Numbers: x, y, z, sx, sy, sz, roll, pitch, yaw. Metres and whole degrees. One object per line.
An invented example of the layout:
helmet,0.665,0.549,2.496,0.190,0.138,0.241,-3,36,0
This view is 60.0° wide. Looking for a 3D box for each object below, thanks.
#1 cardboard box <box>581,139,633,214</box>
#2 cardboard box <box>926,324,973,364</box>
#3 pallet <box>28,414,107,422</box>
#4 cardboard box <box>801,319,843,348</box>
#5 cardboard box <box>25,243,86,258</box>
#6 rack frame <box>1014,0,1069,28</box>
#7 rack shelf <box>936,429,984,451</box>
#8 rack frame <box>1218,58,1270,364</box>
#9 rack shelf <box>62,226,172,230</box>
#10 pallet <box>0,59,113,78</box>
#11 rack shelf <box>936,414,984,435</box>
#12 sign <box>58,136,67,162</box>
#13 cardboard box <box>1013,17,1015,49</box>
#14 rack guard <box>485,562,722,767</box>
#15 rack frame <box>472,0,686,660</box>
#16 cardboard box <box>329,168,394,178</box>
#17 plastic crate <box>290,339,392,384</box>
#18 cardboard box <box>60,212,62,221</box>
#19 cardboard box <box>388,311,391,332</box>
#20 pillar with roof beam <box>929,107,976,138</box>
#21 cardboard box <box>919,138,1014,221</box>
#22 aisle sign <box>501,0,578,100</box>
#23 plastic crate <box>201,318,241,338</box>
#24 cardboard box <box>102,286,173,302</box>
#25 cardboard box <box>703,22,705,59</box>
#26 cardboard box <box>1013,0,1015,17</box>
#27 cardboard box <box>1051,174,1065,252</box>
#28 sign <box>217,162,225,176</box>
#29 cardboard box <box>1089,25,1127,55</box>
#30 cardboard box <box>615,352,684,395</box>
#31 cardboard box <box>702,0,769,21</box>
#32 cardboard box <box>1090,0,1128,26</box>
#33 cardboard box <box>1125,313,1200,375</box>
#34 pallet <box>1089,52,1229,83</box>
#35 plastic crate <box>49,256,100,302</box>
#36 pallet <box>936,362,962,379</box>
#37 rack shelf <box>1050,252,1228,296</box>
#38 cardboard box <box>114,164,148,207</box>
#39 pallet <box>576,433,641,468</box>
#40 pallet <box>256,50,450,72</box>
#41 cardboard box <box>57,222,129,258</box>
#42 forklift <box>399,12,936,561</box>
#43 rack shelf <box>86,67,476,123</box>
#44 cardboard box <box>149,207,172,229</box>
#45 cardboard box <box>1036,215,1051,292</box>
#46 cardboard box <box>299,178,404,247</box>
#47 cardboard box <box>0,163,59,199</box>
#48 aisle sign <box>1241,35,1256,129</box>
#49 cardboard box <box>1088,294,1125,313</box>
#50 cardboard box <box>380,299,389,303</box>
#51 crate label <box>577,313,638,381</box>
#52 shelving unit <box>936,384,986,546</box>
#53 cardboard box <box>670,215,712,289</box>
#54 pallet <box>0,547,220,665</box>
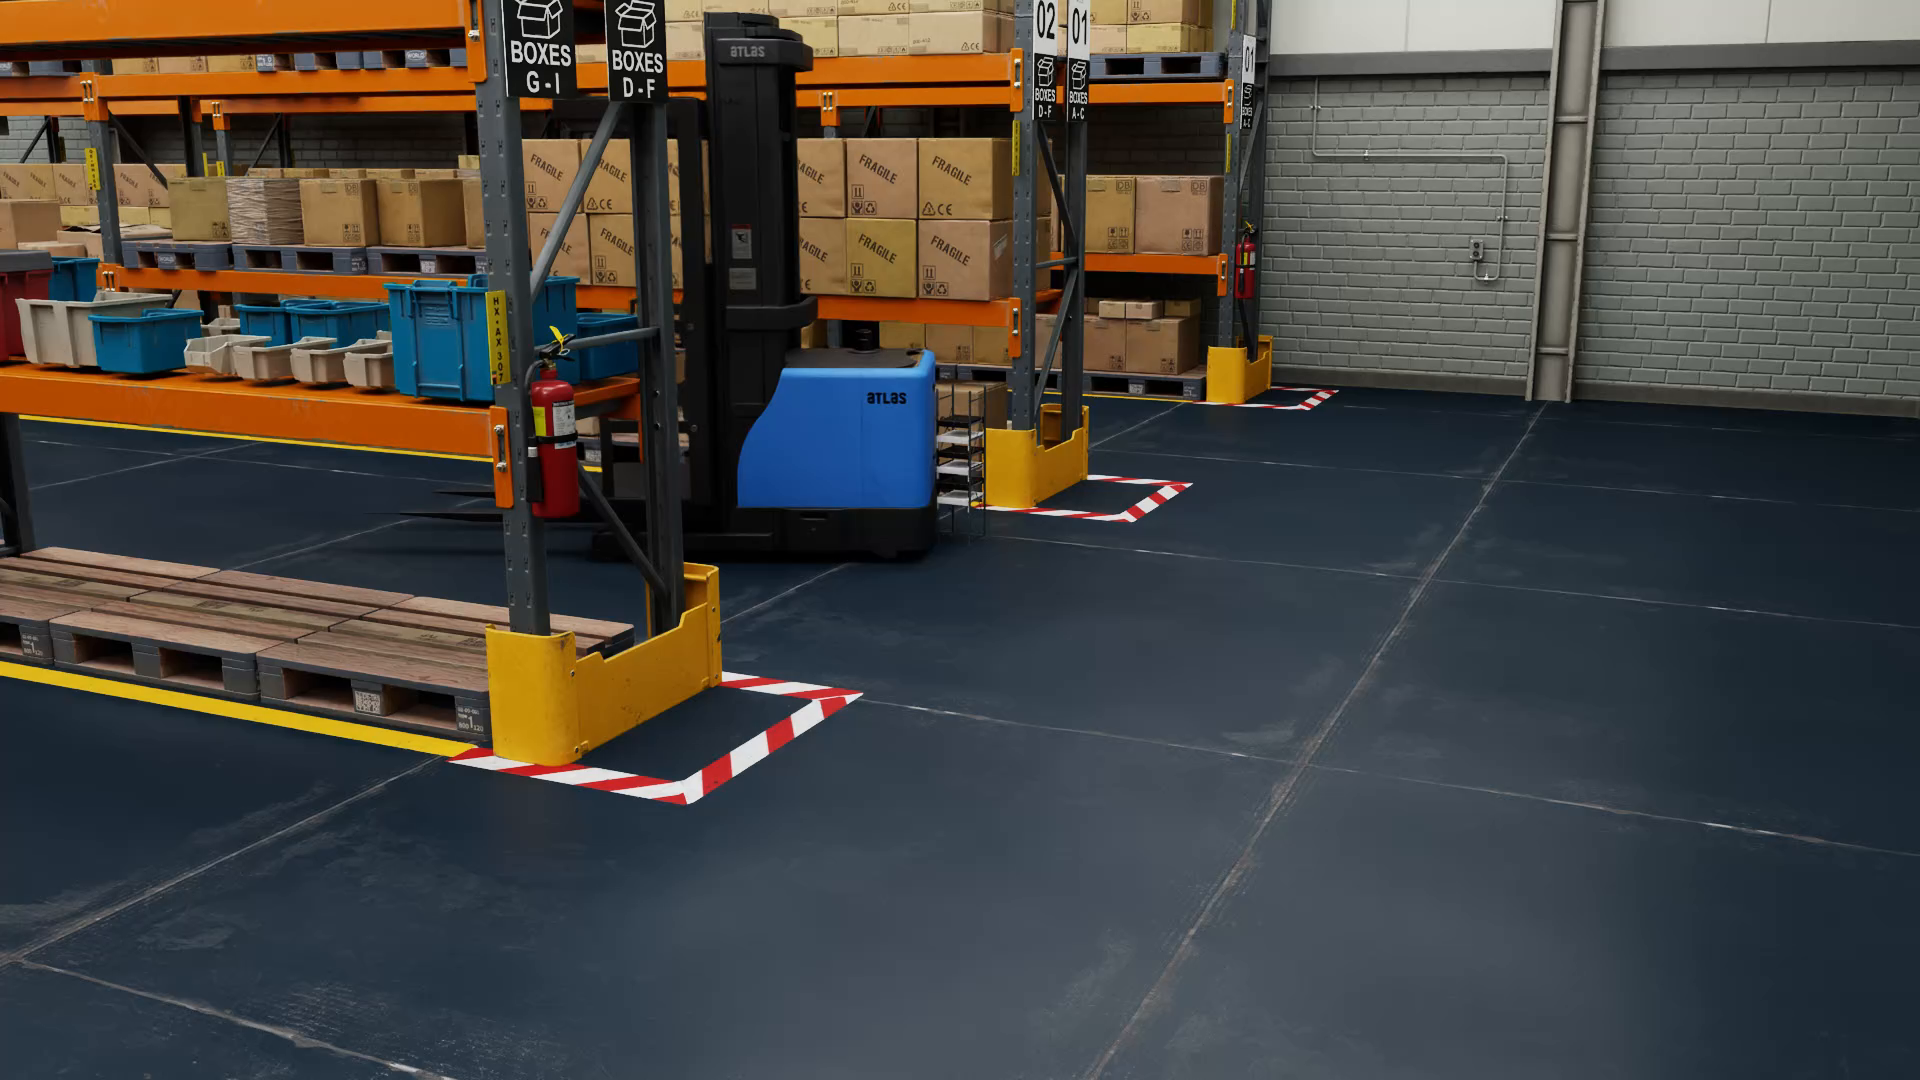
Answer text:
cardboard box,-2.282,-2.541,11.612,0.500,0.500,0.500,5,14,21
cardboard box,0.032,-2.041,16.438,0.500,0.500,0.700,6,14,23
pallet,-7.465,-1.253,14.632,1.213,0.211,1.003,6,14,23
cardboard box,-1.715,-2.382,17.126,0.750,0.750,0.750,6,14,24
cardboard box,-7.663,-2.429,14.091,0.250,0.149,0.380,6,14,23
rack frame,0.586,-4.707,10.114,0.127,3.000,1.000,6,14,23
rack shelf,0.007,-0.580,9.615,0.200,0.077,0.258,6,14,23
rack frame,2.589,-2.821,15.210,0.127,3.000,1.000,6,14,23
rack shelf,-10.211,-3.766,20.813,4.000,0.370,1.077,6,14,23
pallet,-7.385,-3.939,13.821,1.003,0.211,1.213,7,15,26
rack shelf,0.007,-0.668,9.595,0.200,0.077,0.258,6,14,23
sign,-11.797,-5.133,21.837,0.005,0.325,0.100,6,14,23
cardboard box,0.219,-3.274,10.903,0.500,0.250,0.500,6,14,23
rack guard,-1.396,0.465,6.679,0.348,0.500,1.175,6,14,23
rack frame,-1.424,-0.752,6.392,0.127,3.000,1.000,6,14,23
cardboard box,-6.808,-4.032,19.191,0.500,0.500,0.700,8,15,31
plastic crate,-2.502,-0.720,6.703,0.243,0.136,0.396,6,14,23
cardboard box,-11.242,-4.082,20.867,0.500,0.250,0.500,5,14,21
cardboard box,-4.329,-1.706,13.328,0.500,0.250,0.500,6,14,23
pillar with roof beam,-1.821,-5.328,12.764,0.400,9.000,9.100,6,14,23
cardboard box,0.068,-2.305,10.605,0.500,0.500,0.500,6,14,23
aisle sign,-1.477,-1.949,5.806,0.004,0.787,0.394,6,14,23
plastic crate,-3.367,-0.924,7.573,0.466,0.136,0.293,6,14,23
cardboard box,-10.272,-3.085,20.843,0.500,0.500,0.700,5,14,20
cardboard box,-1.356,-3.307,11.046,0.500,0.250,0.500,6,14,23
cardboard box,0.222,-3.518,10.851,0.500,0.250,0.500,6,14,23
cardboard box,0.756,-3.149,15.954,0.700,0.700,0.980,5,14,21
sign,-8.595,-4.239,19.357,0.005,0.325,0.100,6,14,23
cardboard box,1.336,-4.522,15.082,0.500,0.250,0.500,5,14,21
cardboard box,-2.435,-1.160,12.640,0.500,0.500,0.500,6,14,23
cardboard box,-1.360,-3.549,10.981,0.500,0.250,0.500,6,14,23
cardboard box,1.356,-4.886,14.993,0.500,0.500,0.500,6,15,25
cardboard box,1.909,-1.852,15.635,0.500,0.500,0.700,6,14,23
pallet,1.907,-4.305,15.161,1.213,0.211,1.003,6,14,23
plastic crate,-4.516,-1.171,8.084,0.575,0.384,0.392,6,14,23
pallet,-0.405,-1.747,16.737,1.213,0.211,1.003,6,14,23
rack shelf,0.760,-2.656,16.081,4.000,0.370,1.077,6,14,23
cardboard box,-9.855,-4.306,20.182,0.500,0.500,0.500,5,14,22
pallet,-2.444,-0.735,12.424,1.213,0.211,1.003,6,14,23
pallet,-4.588,-3.695,12.781,1.003,0.211,1.213,6,14,23
cardboard box,-7.468,-2.606,14.489,0.500,0.311,0.500,6,14,23
forklift,-1.661,-1.427,9.420,3.031,2.935,1.130,0,13,2
rack shelf,-4.900,-3.451,12.905,4.000,0.370,1.077,6,14,23
cardboard box,-9.391,-3.896,20.078,0.500,0.250,0.500,6,14,23
cardboard box,0.287,-1.931,11.198,0.500,0.500,0.500,6,15,24
cardboard box,-4.712,-2.560,12.959,0.500,0.500,0.700,2,13,9
cardboard box,-11.725,-4.496,20.993,0.500,0.500,0.500,6,14,23
aisle sign,2.533,-4.017,14.618,0.004,0.787,0.394,6,14,23
cardboard box,1.412,-2.268,15.988,0.250,0.149,0.380,6,14,24
cardboard box,-6.294,-2.726,19.315,0.500,0.500,0.700,6,14,23
crate label,-1.516,-0.791,6.795,0.303,0.233,0.416,6,14,23
shelving unit,0.007,-0.437,9.649,0.210,0.900,0.258,6,14,23
cardboard box,-1.790,-2.007,11.523,0.500,0.500,0.500,6,14,23
pallet,-4.393,0.296,8.032,1.213,0.211,1.003,6,14,23
